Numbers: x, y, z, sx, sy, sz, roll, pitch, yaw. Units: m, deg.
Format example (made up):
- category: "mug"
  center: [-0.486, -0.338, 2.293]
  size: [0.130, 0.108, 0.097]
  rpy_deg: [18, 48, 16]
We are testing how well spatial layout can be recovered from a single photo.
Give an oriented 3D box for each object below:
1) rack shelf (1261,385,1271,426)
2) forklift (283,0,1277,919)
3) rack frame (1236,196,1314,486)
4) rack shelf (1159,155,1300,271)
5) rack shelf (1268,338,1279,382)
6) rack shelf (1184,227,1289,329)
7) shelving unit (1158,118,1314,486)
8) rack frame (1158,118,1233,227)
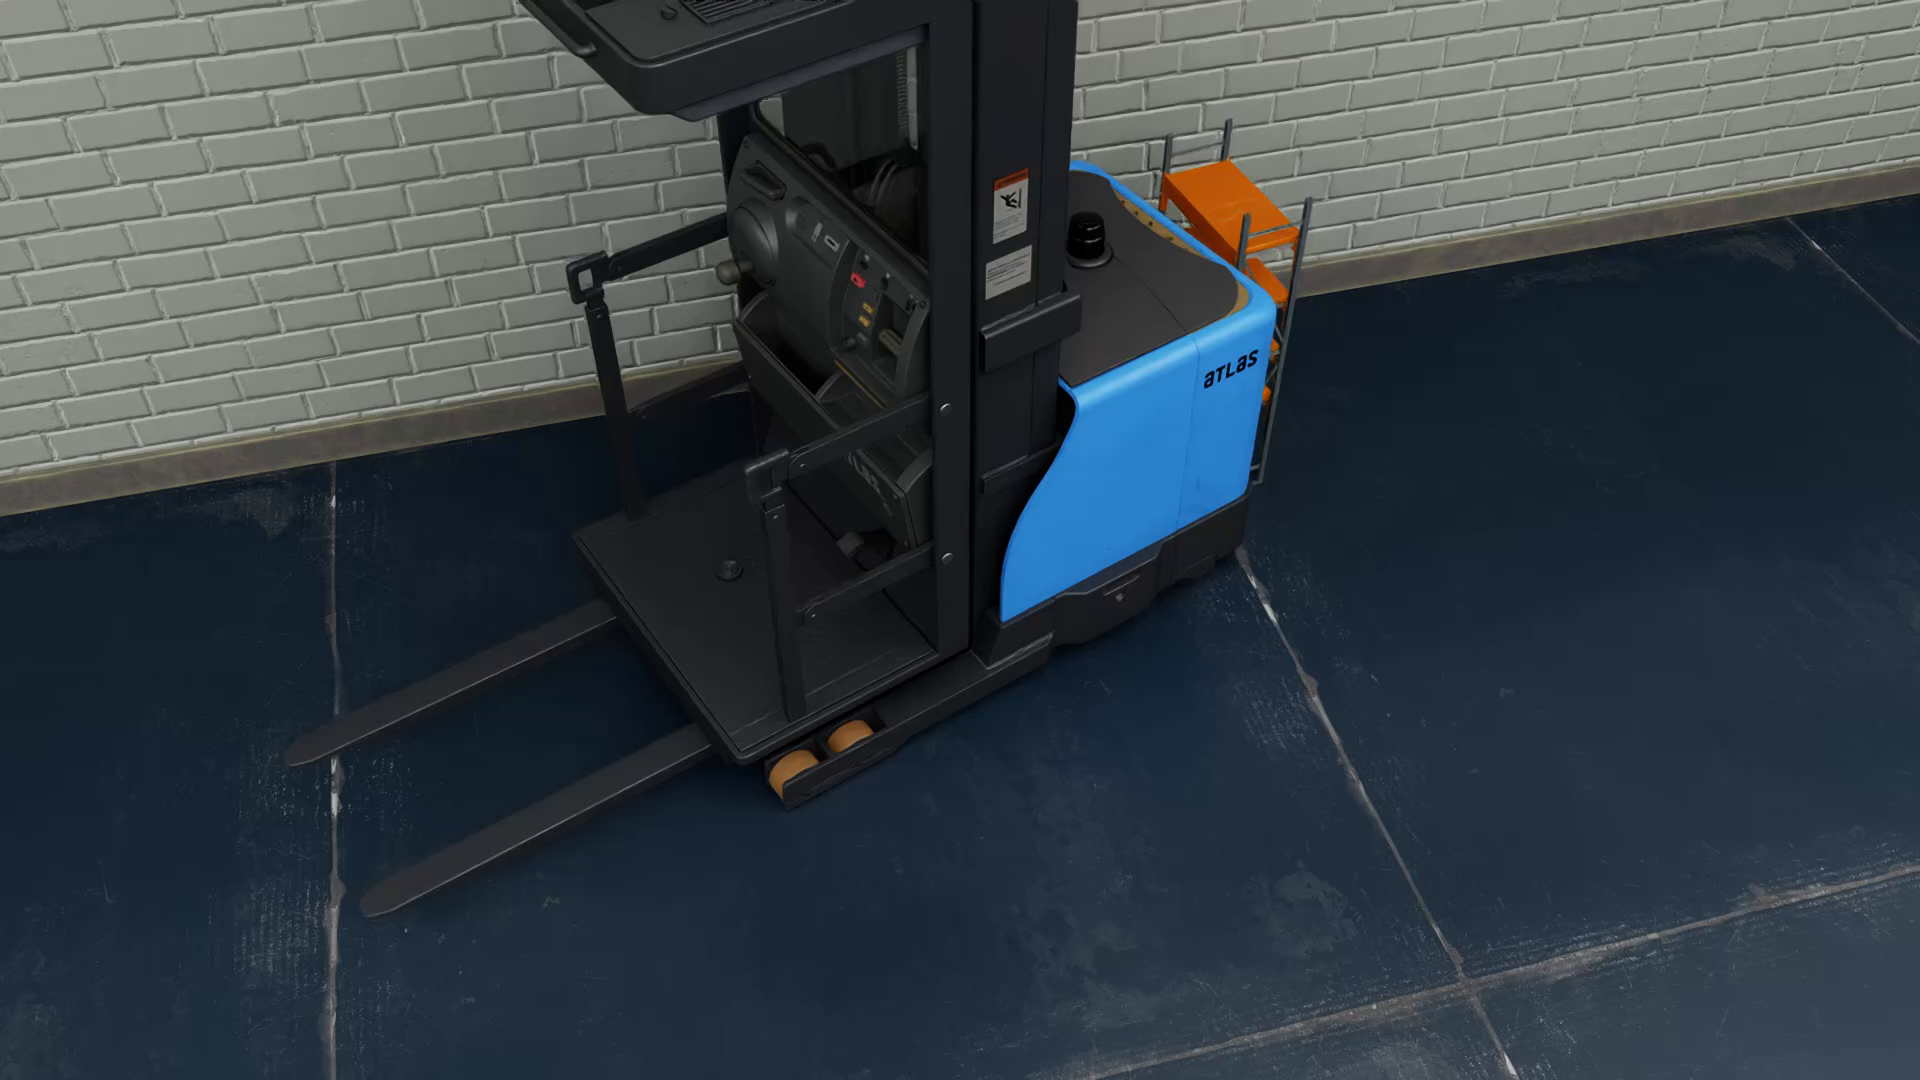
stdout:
- category: "rack shelf"
  center: [0.872, -0.569, 5.839]
  size: [0.258, 0.148, 0.480]
  rpy_deg: [-17, 48, -16]
- category: "forklift"
  center: [-0.536, -0.671, 4.355]
  size: [3.031, 2.935, 1.130]
  rpy_deg: [-26, 51, -24]
- category: "rack frame"
  center: [0.970, -0.596, 5.493]
  size: [0.240, 1.200, 0.015]
  rpy_deg: [-17, 48, -16]
- category: "rack shelf"
  center: [0.873, -1.031, 5.369]
  size: [0.258, 0.148, 0.480]
  rpy_deg: [-17, 48, -16]
- category: "rack shelf"
  center: [0.872, -0.708, 5.698]
  size: [0.258, 0.148, 0.480]
  rpy_deg: [-17, 48, -16]
- category: "rack shelf"
  center: [0.872, -0.865, 5.538]
  size: [0.258, 0.148, 0.480]
  rpy_deg: [-17, 48, -16]
- category: "shelving unit"
  center: [0.872, -0.755, 5.650]
  size: [0.258, 1.200, 0.503]
  rpy_deg: [-17, 48, -16]
- category: "rack frame"
  center: [0.775, -0.915, 5.806]
  size: [0.240, 1.200, 0.015]
  rpy_deg: [-17, 48, -16]
